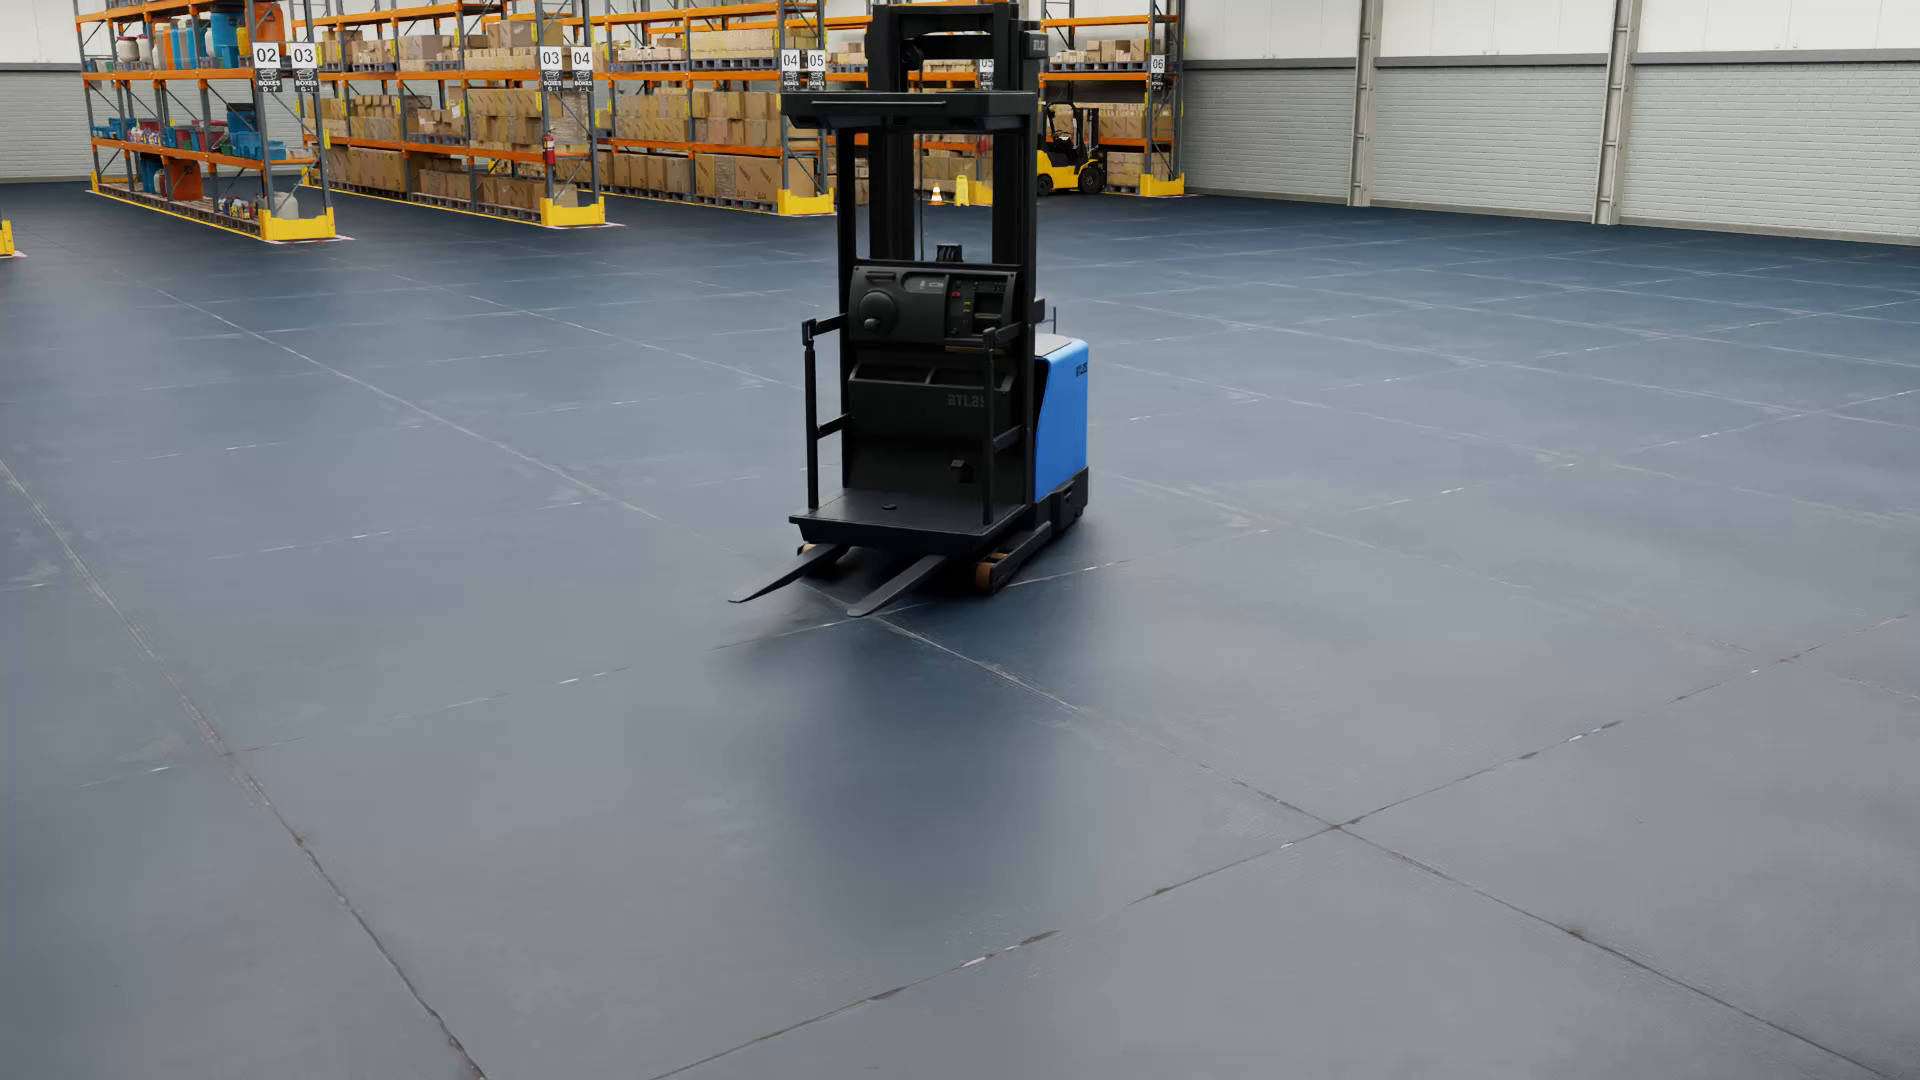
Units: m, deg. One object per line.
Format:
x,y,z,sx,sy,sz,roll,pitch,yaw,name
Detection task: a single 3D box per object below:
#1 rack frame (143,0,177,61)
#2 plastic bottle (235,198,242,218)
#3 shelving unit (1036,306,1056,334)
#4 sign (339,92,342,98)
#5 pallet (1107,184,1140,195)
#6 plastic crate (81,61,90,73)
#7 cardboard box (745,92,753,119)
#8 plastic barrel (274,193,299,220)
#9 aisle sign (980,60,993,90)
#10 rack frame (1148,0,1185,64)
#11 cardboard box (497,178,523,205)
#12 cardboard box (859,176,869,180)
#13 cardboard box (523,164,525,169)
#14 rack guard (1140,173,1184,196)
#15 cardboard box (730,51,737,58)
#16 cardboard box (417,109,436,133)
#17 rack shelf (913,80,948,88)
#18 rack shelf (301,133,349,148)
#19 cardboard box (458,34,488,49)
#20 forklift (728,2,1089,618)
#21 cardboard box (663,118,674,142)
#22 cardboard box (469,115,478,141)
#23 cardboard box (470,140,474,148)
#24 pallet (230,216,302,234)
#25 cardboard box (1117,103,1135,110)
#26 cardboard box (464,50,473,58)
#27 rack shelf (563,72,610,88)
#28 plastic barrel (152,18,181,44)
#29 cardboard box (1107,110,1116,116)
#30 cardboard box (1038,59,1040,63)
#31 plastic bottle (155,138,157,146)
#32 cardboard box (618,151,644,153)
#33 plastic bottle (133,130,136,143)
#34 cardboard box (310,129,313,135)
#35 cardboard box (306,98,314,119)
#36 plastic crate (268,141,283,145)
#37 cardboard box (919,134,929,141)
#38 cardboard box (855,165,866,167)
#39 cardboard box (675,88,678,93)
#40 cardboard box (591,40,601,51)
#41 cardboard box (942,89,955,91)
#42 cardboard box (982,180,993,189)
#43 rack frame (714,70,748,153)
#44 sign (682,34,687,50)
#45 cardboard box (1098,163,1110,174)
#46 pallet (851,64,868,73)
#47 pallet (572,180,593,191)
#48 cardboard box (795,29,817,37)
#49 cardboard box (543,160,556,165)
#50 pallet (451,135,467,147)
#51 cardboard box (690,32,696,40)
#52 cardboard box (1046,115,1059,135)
-15.938,-11.208,33.481,1.000,3.000,0.127,-11,19,-35,rack frame
-12.977,-5.987,29.955,0.144,0.351,0.185,-10,18,-32,plastic bottle
0.453,-0.849,10.379,0.189,1.200,0.258,9,16,37,shelving unit
-16.188,-11.546,43.436,0.100,0.325,0.005,-11,19,-35,sign
4.318,-8.497,40.219,1.003,0.211,1.213,-11,19,-35,pallet
-20.641,-11.281,39.677,0.497,0.269,0.590,-11,19,-35,plastic crate
-3.960,-9.046,34.614,0.875,0.550,0.550,-11,19,-35,cardboard box
-11.683,-5.738,28.775,0.421,0.512,0.421,0,15,0,plastic barrel
0.590,-10.109,35.904,0.394,0.787,0.004,-11,19,-35,aisle sign
4.801,-12.578,38.486,1.000,3.000,0.127,-11,19,-35,rack frame
-9.034,-7.013,33.458,0.500,0.500,0.500,-5,16,-17,cardboard box
-2.034,-8.123,38.303,0.500,0.500,0.500,1,15,4,cardboard box
-11.493,-10.029,44.579,0.380,0.149,0.250,-10,18,-32,cardboard box
4.815,-8.474,39.590,1.175,0.500,0.348,-11,19,-35,rack guard
-4.522,-10.044,34.400,0.380,0.149,0.250,-11,19,-34,cardboard box
-11.582,-9.225,36.615,0.500,0.500,0.500,-14,21,-41,cardboard box
-1.079,-12.920,46.779,1.077,0.370,4.000,-11,19,-35,rack shelf
-15.459,-10.018,41.858,1.077,0.370,4.000,-11,19,-35,rack shelf
-9.776,-10.044,33.919,0.797,0.503,0.637,-12,19,-37,cardboard box
-0.224,-1.259,8.624,1.130,2.935,3.031,6,16,20,forklift
-6.328,-9.204,37.332,0.500,0.500,0.500,-11,19,-35,cardboard box
-9.365,-8.315,33.522,0.875,0.500,0.500,-11,19,-35,cardboard box
-9.696,-8.016,33.656,0.380,0.149,0.250,-11,19,-35,cardboard box
-12.503,-5.705,30.020,1.003,0.211,1.213,-11,19,-35,pallet
3.988,-10.397,39.900,0.380,0.149,0.250,-11,19,-34,cardboard box
-9.638,-9.679,33.104,0.380,0.149,0.250,-12,19,-36,cardboard box
-9.036,-11.359,41.075,1.077,0.370,4.000,-11,19,-35,rack shelf
-16.269,-10.293,34.209,0.600,0.830,0.708,-11,19,-35,plastic barrel
3.762,-10.296,40.092,0.380,0.149,0.250,-12,19,-36,cardboard box
1.827,-12.310,42.373,0.500,0.311,0.500,-12,19,-36,cardboard box
-16.709,-8.316,34.653,0.097,0.201,0.097,0,15,0,plastic bottle
-8.070,-9.375,40.667,0.500,0.250,0.500,-12,19,-37,cardboard box
-18.065,-8.842,36.442,0.097,0.271,0.097,0,15,0,plastic bottle
-16.391,-10.434,42.494,0.380,0.149,0.250,-11,19,-36,cardboard box
-16.277,-10.973,42.287,0.500,0.500,0.500,-11,19,-36,cardboard box
-12.716,-7.195,30.462,0.499,0.251,0.616,-11,19,-35,plastic crate
-0.722,-9.205,38.003,0.380,0.149,0.250,-11,19,-35,cardboard box
-2.710,-9.115,41.381,0.950,0.372,0.625,-10,18,-33,cardboard box
-7.884,-12.775,47.258,0.380,0.149,0.250,-11,19,-34,cardboard box
-8.622,-11.849,39.866,0.396,0.266,0.258,-11,19,-35,cardboard box
0.020,-9.772,36.950,0.700,0.500,0.500,-11,19,-34,cardboard box
0.538,-8.005,37.554,0.500,0.250,0.500,-11,19,-35,cardboard box
-6.267,-11.476,45.823,1.000,3.000,0.127,-11,19,-35,rack frame
-5.941,-10.739,35.874,0.100,0.325,0.005,-11,19,-35,sign
3.655,-9.073,40.511,0.500,0.250,0.500,-11,19,-36,cardboard box
-1.840,-11.272,39.752,1.213,0.211,1.003,-11,19,-35,pallet
-9.031,-8.914,41.746,1.003,0.211,1.213,-11,19,-35,pallet
-3.095,-10.205,33.479,0.380,0.149,0.250,-11,19,-34,cardboard box
-10.632,-9.836,43.309,0.380,0.149,0.250,-10,18,-33,cardboard box
-9.911,-8.323,34.665,1.003,0.211,1.213,-11,19,-35,pallet
-5.569,-10.808,35.682,0.380,0.149,0.250,-11,19,-34,cardboard box
2.499,-10.452,41.892,0.500,0.500,0.500,-12,19,-36,cardboard box
